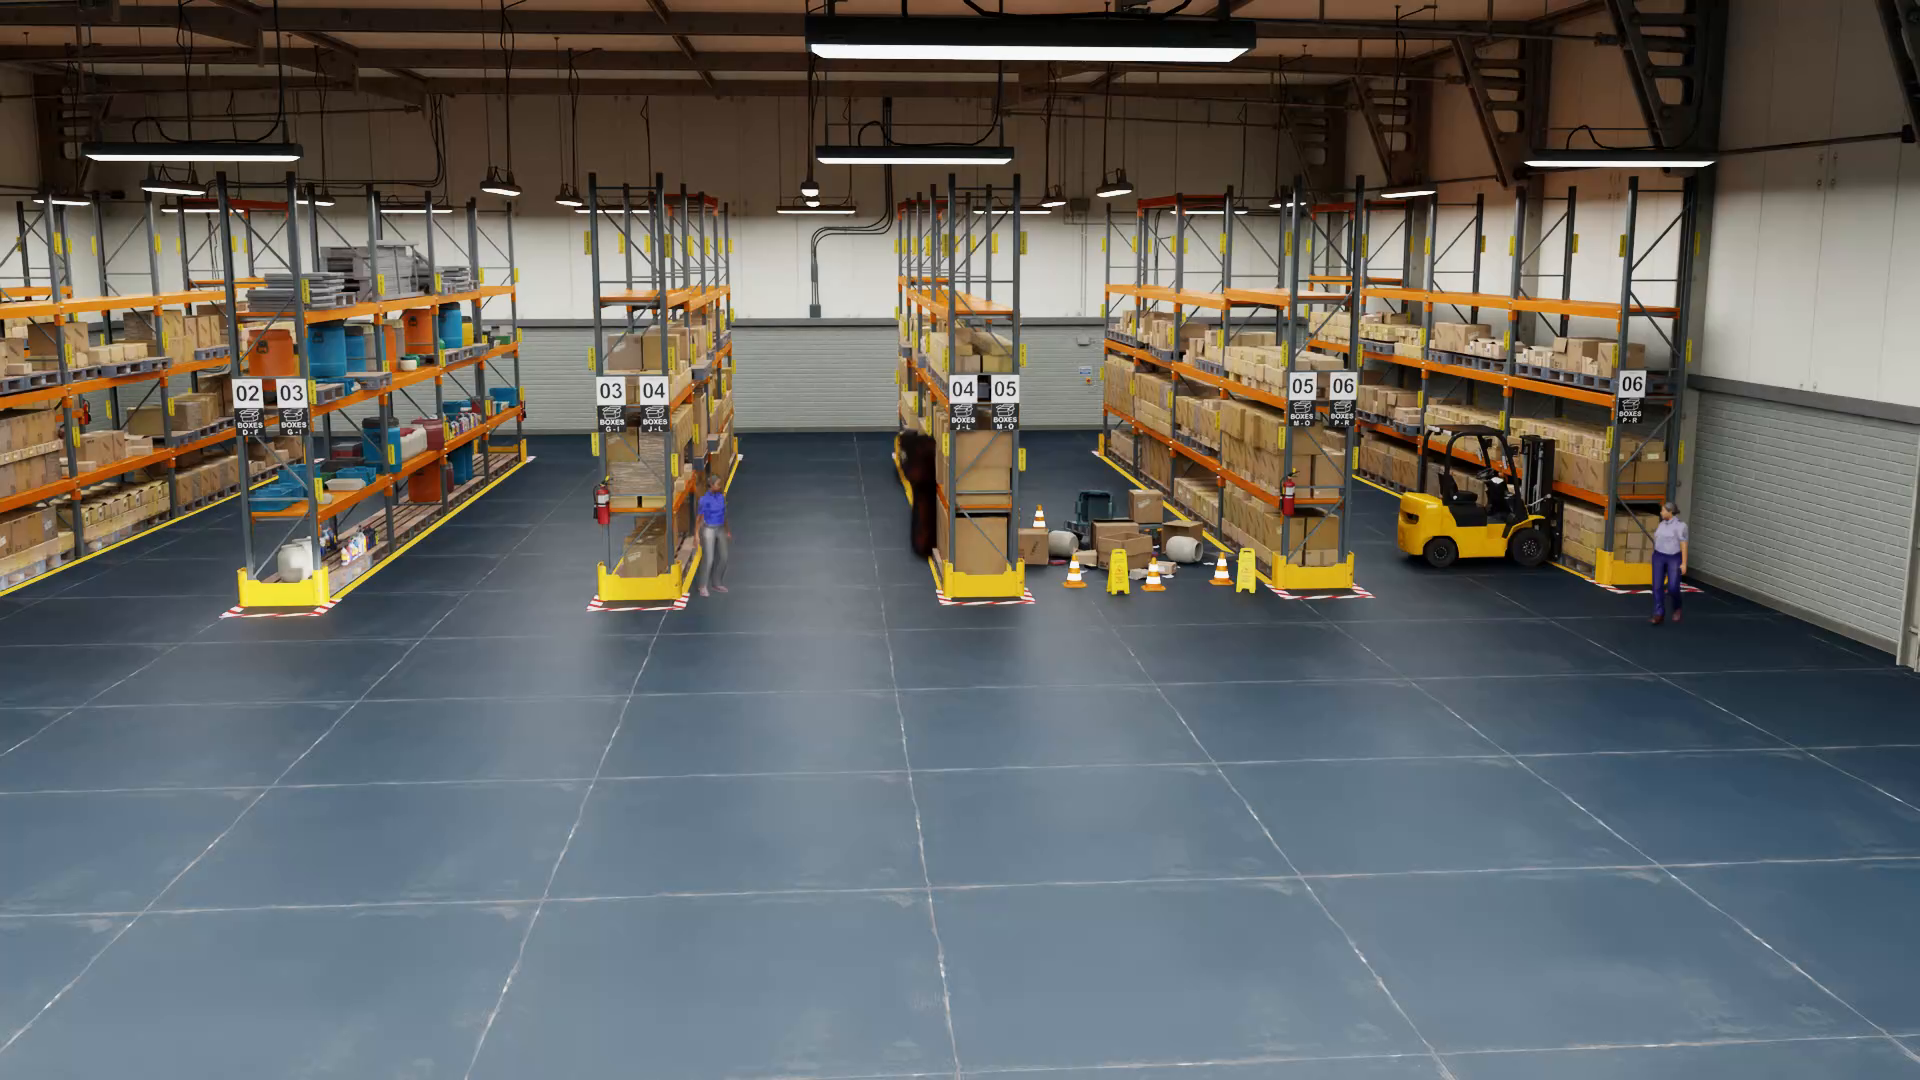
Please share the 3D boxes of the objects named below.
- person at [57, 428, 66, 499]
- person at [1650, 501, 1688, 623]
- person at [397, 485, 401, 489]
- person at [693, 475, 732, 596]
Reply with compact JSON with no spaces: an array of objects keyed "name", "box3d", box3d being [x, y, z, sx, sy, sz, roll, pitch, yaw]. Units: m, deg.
[{"name":"person","box3d":[-16.972,-1.315,31.566,0.530,1.618,0.695,-2,10,-12]},{"name":"person","box3d":[9.469,0.307,22.175,0.487,1.629,0.454,9,14,43]},{"name":"person","box3d":[-11.841,-1.899,34.420,0.429,1.728,0.597,-2,10,-12]},{"name":"person","box3d":[-3.415,-0.066,22.855,0.399,1.654,0.590,8,13,38]}]
